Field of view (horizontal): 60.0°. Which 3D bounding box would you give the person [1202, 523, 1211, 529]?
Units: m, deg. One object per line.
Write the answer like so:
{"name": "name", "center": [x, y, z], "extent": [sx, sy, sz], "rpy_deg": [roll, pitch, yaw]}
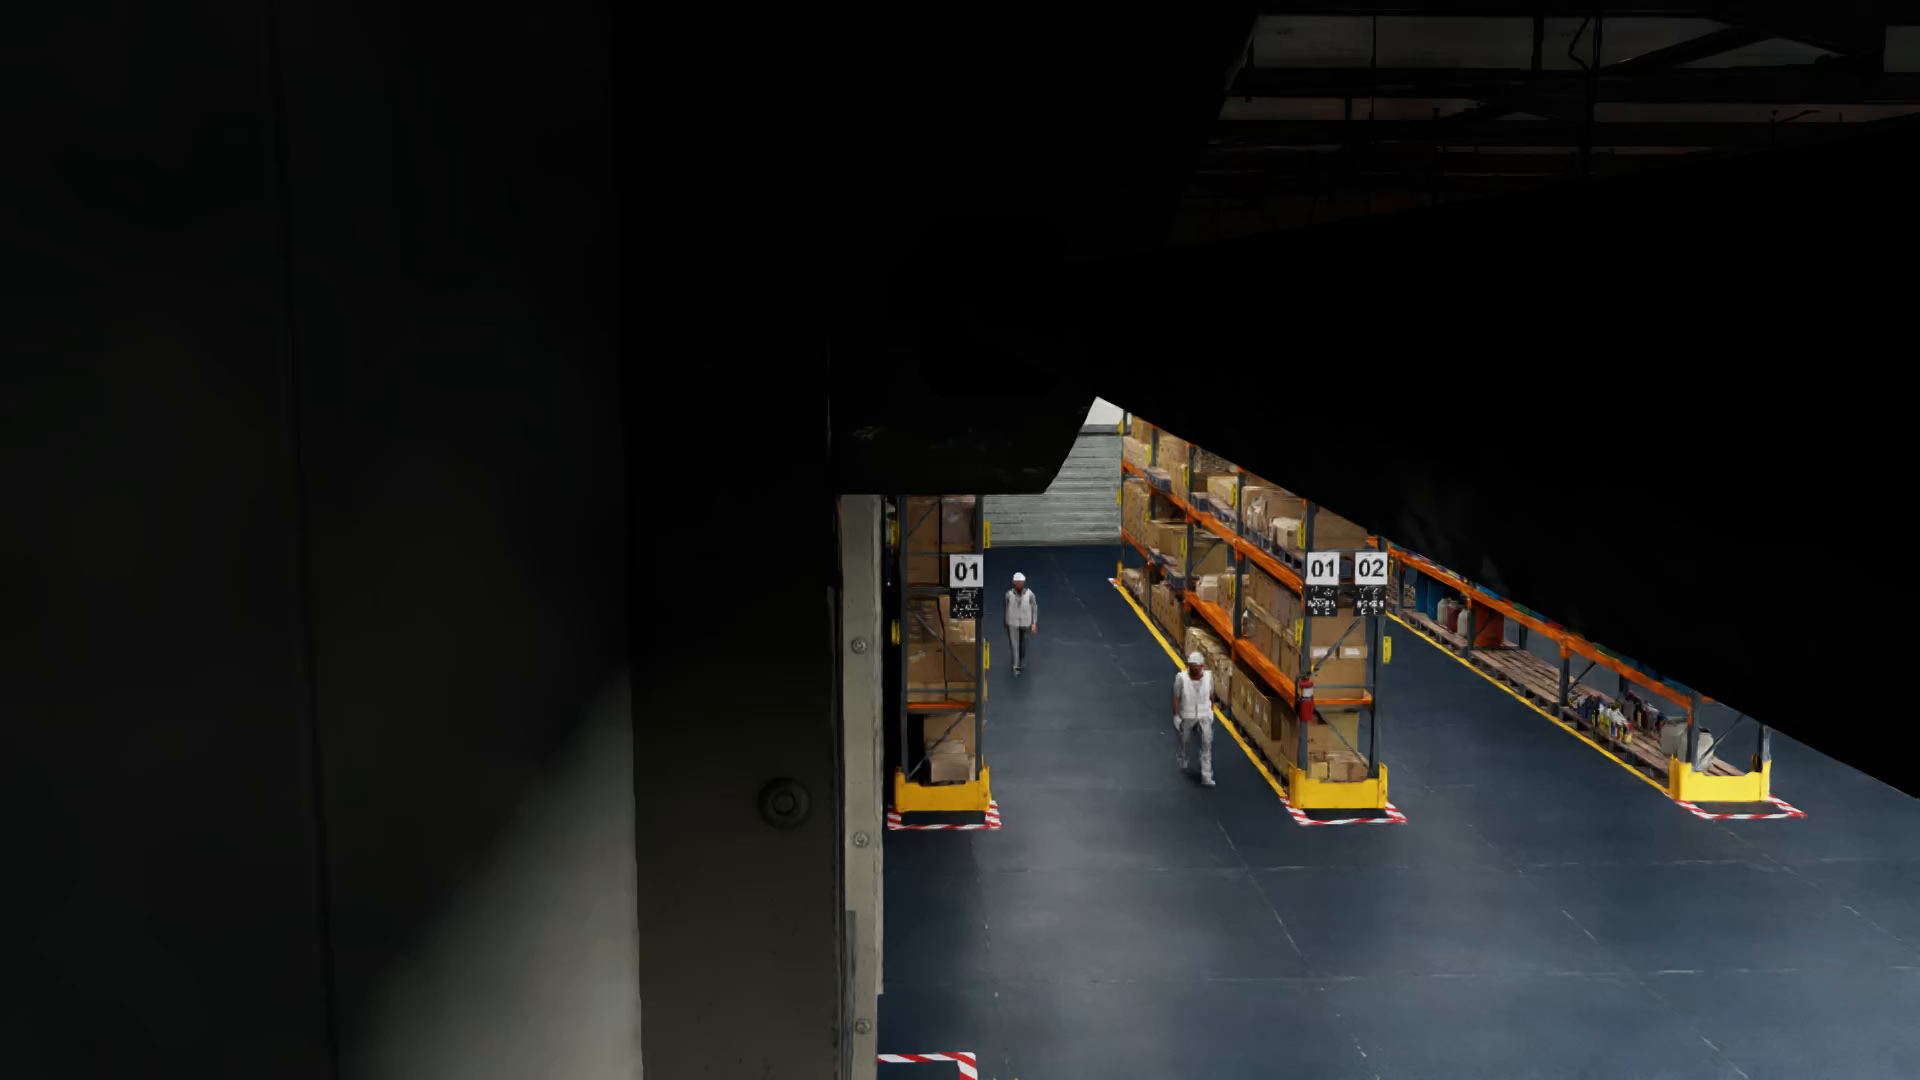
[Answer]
{"name": "person", "center": [5.653, -0.114, 38.362], "extent": [0.598, 1.619, 0.507], "rpy_deg": [-1, 8, -4]}

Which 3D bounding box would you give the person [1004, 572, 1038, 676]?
{"name": "person", "center": [1.018, 1.385, 27.842], "extent": [0.553, 1.725, 1.030], "rpy_deg": [-1, 8, -3]}

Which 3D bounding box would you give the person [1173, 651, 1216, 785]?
{"name": "person", "center": [3.060, 2.282, 21.710], "extent": [0.568, 1.703, 1.106], "rpy_deg": [0, 8, 0]}
